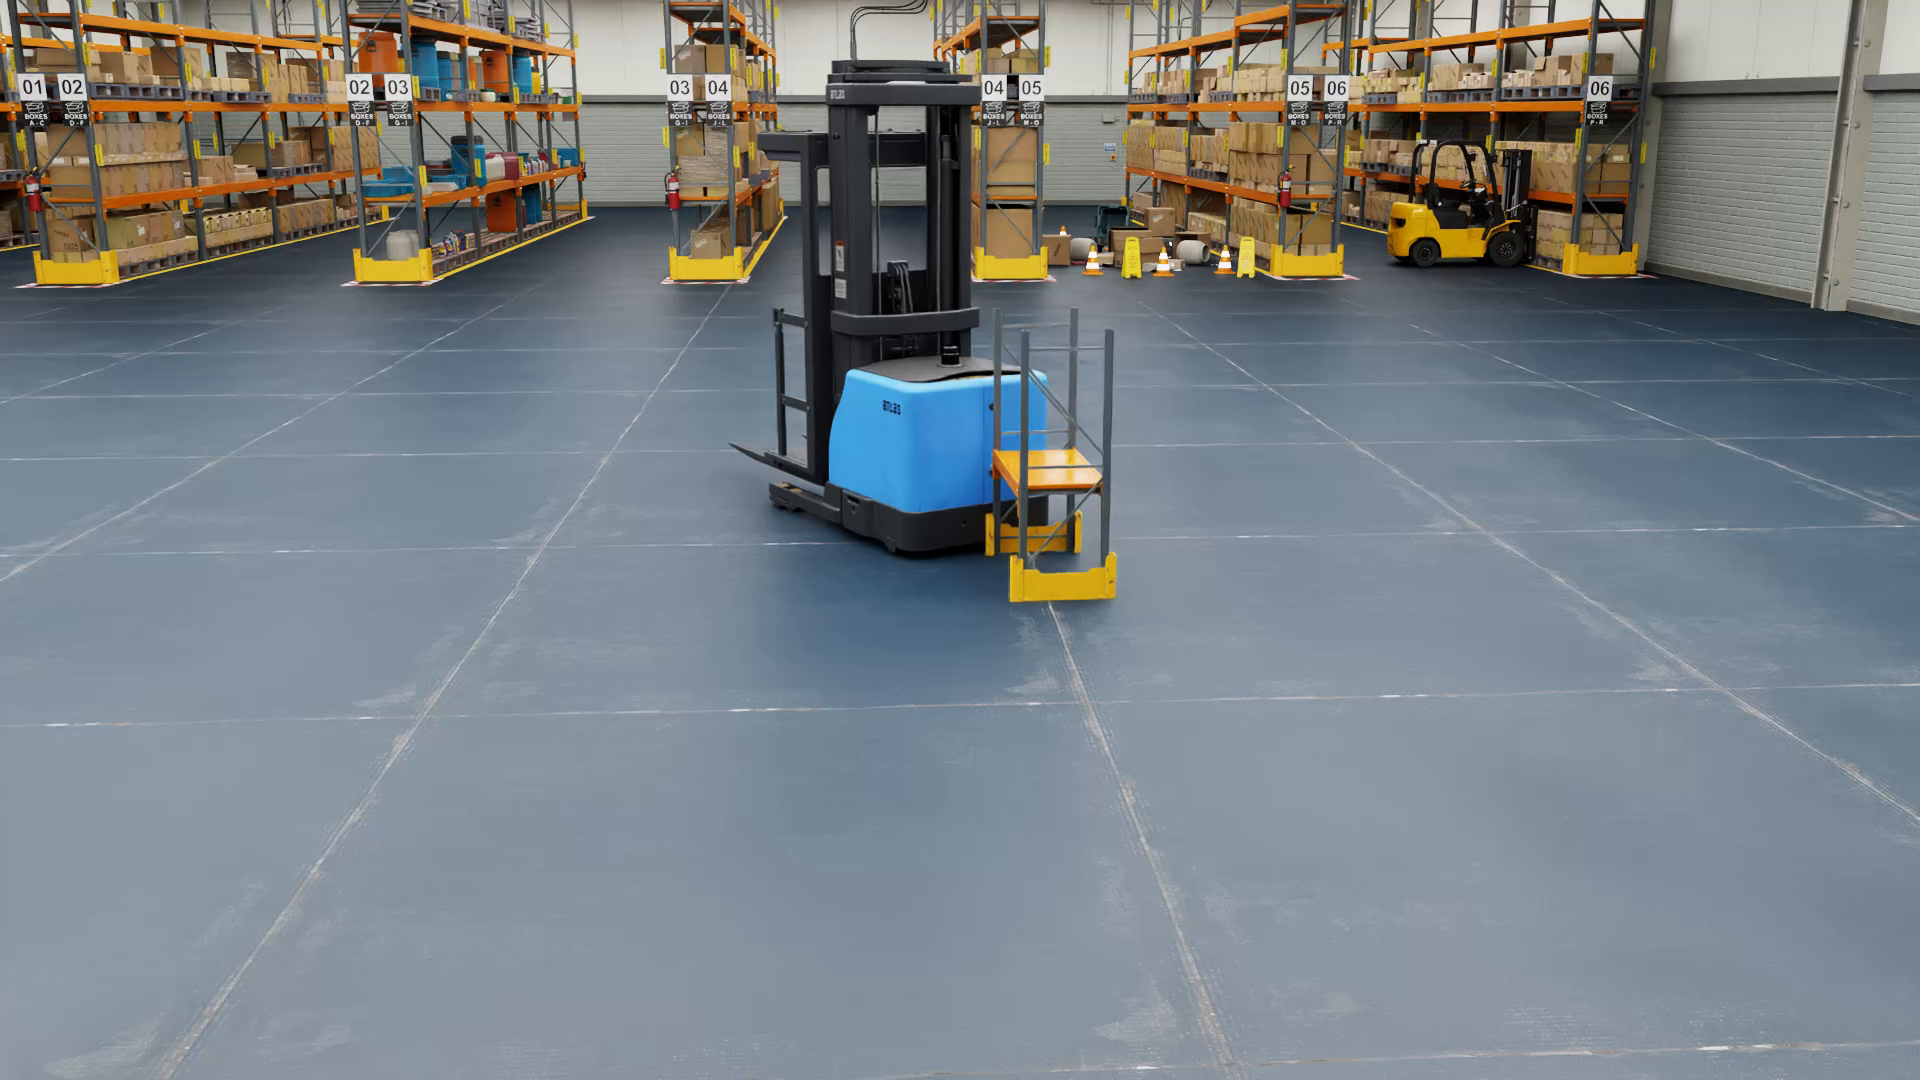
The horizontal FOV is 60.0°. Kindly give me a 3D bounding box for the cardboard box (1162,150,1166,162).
[{"bbox_3d":[4.837,-8.640,37.386,0.500,0.250,0.500,-1,14,-3],"label":"cardboard box"}]

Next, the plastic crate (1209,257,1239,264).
[{"bbox_3d":[4.801,-5.033,29.927,0.402,0.080,0.583,-6,16,-23],"label":"plastic crate"}]

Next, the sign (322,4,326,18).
[{"bbox_3d":[-15.541,-12.917,40.638,0.100,0.325,0.005,-1,14,-3],"label":"sign"}]

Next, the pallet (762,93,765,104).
[{"bbox_3d":[-4.709,-9.212,34.671,1.213,0.211,1.003,0,14,-1],"label":"pallet"}]

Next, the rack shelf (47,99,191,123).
[{"bbox_3d":[-14.132,-7.152,27.728,1.077,0.370,4.000,-1,14,-3],"label":"rack shelf"}]

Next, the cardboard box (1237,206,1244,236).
[{"bbox_3d":[5.334,-5.801,30.224,0.500,0.500,0.500,0,14,-1],"label":"cardboard box"}]

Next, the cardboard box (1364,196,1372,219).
[{"bbox_3d":[9.786,-7.786,38.943,0.500,0.500,0.500,0,14,-1],"label":"cardboard box"}]

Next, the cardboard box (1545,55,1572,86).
[{"bbox_3d":[10.490,-8.048,28.523,0.700,0.500,0.500,-1,14,-3],"label":"cardboard box"}]

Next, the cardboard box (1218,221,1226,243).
[{"bbox_3d":[5.487,-5.911,31.912,0.950,0.372,0.625,-1,14,-3],"label":"cardboard box"}]

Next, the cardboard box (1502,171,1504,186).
[{"bbox_3d":[10.292,-6.732,30.472,0.500,0.500,0.500,-1,14,-2],"label":"cardboard box"}]

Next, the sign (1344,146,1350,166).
[{"bbox_3d":[6.312,-6.283,27.189,0.100,0.325,0.005,-1,14,-3],"label":"sign"}]

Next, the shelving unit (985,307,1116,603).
[{"bbox_3d":[0.510,-0.521,9.543,0.587,1.500,1.083,-2,15,-7],"label":"shelving unit"}]

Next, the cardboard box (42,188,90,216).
[{"bbox_3d":[-19.468,-7.239,36.113,0.750,0.750,0.750,0,14,-2],"label":"cardboard box"}]

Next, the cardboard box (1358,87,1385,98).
[{"bbox_3d":[9.701,-10.558,39.224,0.500,0.250,0.500,-1,14,-3],"label":"cardboard box"}]

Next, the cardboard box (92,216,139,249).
[{"bbox_3d":[-13.853,-5.046,27.290,0.500,0.500,0.500,-1,14,-3],"label":"cardboard box"}]

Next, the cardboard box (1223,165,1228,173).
[{"bbox_3d":[5.215,-7.056,31.590,0.380,0.149,0.250,-1,14,-3],"label":"cardboard box"}]

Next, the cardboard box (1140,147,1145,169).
[{"bbox_3d":[4.660,-9.252,40.266,0.500,0.500,0.500,-1,14,-4],"label":"cardboard box"}]

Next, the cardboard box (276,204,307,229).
[{"bbox_3d":[-14.311,-6.915,35.516,0.500,0.500,0.500,-1,14,-4],"label":"cardboard box"}]

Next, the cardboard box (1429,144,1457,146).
[{"bbox_3d":[10.352,-8.305,35.740,0.500,0.500,0.500,0,14,-1],"label":"cardboard box"}]

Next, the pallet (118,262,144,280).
[{"bbox_3d":[-14.098,-4.389,27.163,1.003,0.211,1.213,-1,14,-3],"label":"pallet"}]

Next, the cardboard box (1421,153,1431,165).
[{"bbox_3d":[9.987,-7.977,34.809,0.500,0.250,0.500,-1,14,-3],"label":"cardboard box"}]

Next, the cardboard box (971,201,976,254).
[{"bbox_3d":[0.617,-5.541,29.465,0.875,0.875,0.875,-1,14,-3],"label":"cardboard box"}]

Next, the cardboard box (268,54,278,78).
[{"bbox_3d":[-14.588,-9.888,34.708,0.500,0.500,0.500,-1,14,-3],"label":"cardboard box"}]

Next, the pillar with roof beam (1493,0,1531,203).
[{"bbox_3d":[6.912,-10.451,33.086,9.100,9.000,0.400,-1,14,-3],"label":"pillar with roof beam"}]

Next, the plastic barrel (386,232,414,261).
[{"bbox_3d":[-9.181,-4.787,27.261,0.421,0.512,0.421,0,14,0],"label":"plastic barrel"}]

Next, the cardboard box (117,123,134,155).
[{"bbox_3d":[-14.098,-6.613,27.403,0.700,0.500,0.500,-1,14,-3],"label":"cardboard box"}]

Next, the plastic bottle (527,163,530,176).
[{"bbox_3d":[-9.316,-7.982,35.789,0.097,0.271,0.097,0,14,0],"label":"plastic bottle"}]

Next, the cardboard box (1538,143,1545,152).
[{"bbox_3d":[10.312,-6.841,28.996,0.380,0.149,0.250,-1,14,-2],"label":"cardboard box"}]

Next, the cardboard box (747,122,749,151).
[{"bbox_3d":[-4.066,-7.266,29.943,0.500,0.500,0.500,-1,14,-3],"label":"cardboard box"}]

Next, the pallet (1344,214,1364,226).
[{"bbox_3d":[9.939,-7.738,40.176,1.003,0.211,1.213,-1,14,-3],"label":"pallet"}]

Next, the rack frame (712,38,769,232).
[{"bbox_3d":[-4.740,-8.824,36.158,1.077,3.933,4.027,-1,14,-3],"label":"rack frame"}]

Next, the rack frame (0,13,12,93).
[{"bbox_3d":[-19.448,-10.368,32.763,1.000,3.000,0.127,-1,14,-3],"label":"rack frame"}]

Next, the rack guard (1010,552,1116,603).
[{"bbox_3d":[0.570,0.207,9.220,0.587,0.250,0.087,-2,15,-7],"label":"rack guard"}]

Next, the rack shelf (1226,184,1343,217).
[{"bbox_3d":[5.646,-6.004,29.287,1.077,0.370,4.000,-1,14,-3],"label":"rack shelf"}]

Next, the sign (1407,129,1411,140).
[{"bbox_3d":[10.534,-9.487,39.057,0.100,0.325,0.005,-1,14,-3],"label":"sign"}]

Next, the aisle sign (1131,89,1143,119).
[{"bbox_3d":[4.485,-11.107,42.458,0.394,0.787,0.004,-1,14,-3],"label":"aisle sign"}]

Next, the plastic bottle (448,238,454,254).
[{"bbox_3d":[-8.906,-5.134,29.052,0.097,0.271,0.097,0,14,0],"label":"plastic bottle"}]

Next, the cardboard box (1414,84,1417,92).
[{"bbox_3d":[9.979,-9.711,35.729,0.380,0.149,0.250,-1,14,-2],"label":"cardboard box"}]

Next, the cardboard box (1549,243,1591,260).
[{"bbox_3d":[10.380,-4.917,28.291,0.500,0.250,0.500,-1,14,-3],"label":"cardboard box"}]

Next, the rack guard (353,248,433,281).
[{"bbox_3d":[-9.116,-4.433,26.754,1.175,0.500,0.348,-1,14,-3],"label":"rack guard"}]

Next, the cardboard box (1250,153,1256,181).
[{"bbox_3d":[5.395,-6.554,29.182,0.500,0.500,0.500,-1,14,-3],"label":"cardboard box"}]

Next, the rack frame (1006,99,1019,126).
[{"bbox_3d":[0.588,-6.749,30.736,1.000,3.000,0.127,-1,14,-3],"label":"rack frame"}]

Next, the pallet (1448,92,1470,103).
[{"bbox_3d":[10.432,-8.838,33.216,1.003,0.211,1.213,0,14,-1],"label":"pallet"}]

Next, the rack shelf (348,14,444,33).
[{"bbox_3d":[-9.188,-8.581,27.673,0.919,0.124,3.809,-1,14,-3],"label":"rack shelf"}]

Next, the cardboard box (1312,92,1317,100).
[{"bbox_3d":[5.968,-7.338,27.510,0.380,0.149,0.250,-1,14,-5],"label":"cardboard box"}]

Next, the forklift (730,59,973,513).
[{"bbox_3d":[-0.645,-1.658,11.090,1.121,2.935,3.031,-9,17,-31],"label":"forklift"}]

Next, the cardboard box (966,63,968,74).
[{"bbox_3d":[0.372,-8.273,29.302,0.500,0.250,0.500,-1,14,-4],"label":"cardboard box"}]

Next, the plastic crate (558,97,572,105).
[{"bbox_3d":[-9.710,-10.714,40.554,0.450,0.188,0.336,-1,14,-3],"label":"plastic crate"}]

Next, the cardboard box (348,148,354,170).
[{"bbox_3d":[-14.575,-8.966,39.153,0.500,0.500,0.500,-1,14,-4],"label":"cardboard box"}]

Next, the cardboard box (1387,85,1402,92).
[{"bbox_3d":[9.723,-10.038,36.960,0.380,0.149,0.250,-1,14,-2],"label":"cardboard box"}]

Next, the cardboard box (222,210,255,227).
[{"bbox_3d":[-14.159,-6.302,32.550,0.500,0.311,0.500,-1,14,-4],"label":"cardboard box"}]

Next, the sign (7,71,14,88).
[{"bbox_3d":[-18.906,-9.173,33.103,0.100,0.325,0.005,-1,14,-3],"label":"sign"}]

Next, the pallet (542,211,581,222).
[{"bbox_3d":[-10.043,-8.049,41.386,1.003,0.211,1.213,-1,14,-3],"label":"pallet"}]

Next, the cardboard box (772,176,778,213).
[{"bbox_3d":[-4.936,-8.472,40.854,0.875,0.875,0.875,-1,14,-3],"label":"cardboard box"}]

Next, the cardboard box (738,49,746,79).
[{"bbox_3d":[-4.086,-8.476,29.630,0.500,0.500,0.500,-1,14,-5],"label":"cardboard box"}]
